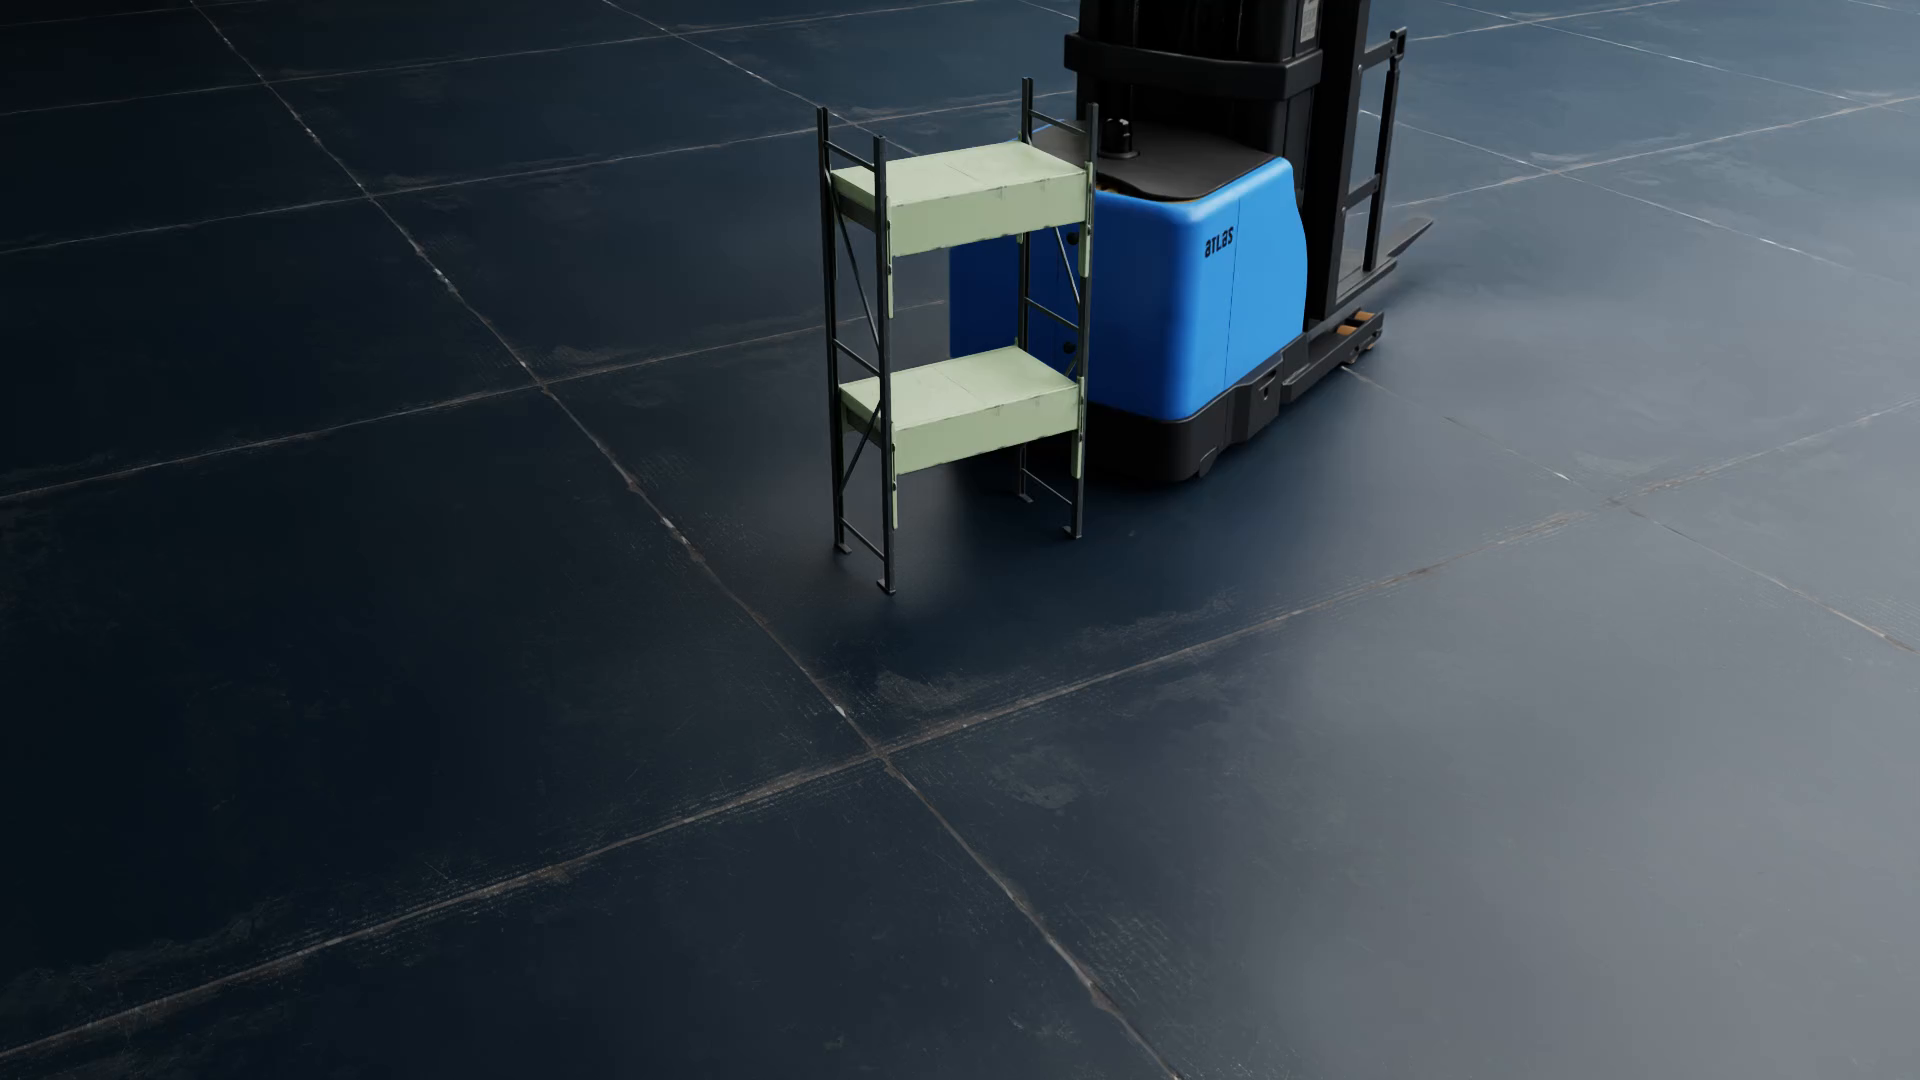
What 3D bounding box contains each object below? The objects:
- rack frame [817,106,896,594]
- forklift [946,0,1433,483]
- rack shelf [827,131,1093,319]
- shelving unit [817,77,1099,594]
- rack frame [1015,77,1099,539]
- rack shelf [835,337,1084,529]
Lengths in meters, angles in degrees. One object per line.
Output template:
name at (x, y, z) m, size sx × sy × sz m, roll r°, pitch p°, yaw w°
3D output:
rack frame at (-0.321, -0.565, 5.222) m, size 0.023 × 1.500 × 0.400 m, roll -16°, pitch 33°, yaw -26°
forklift at (1.190, -2.152, 6.616) m, size 1.130 × 2.935 × 3.031 m, roll 18°, pitch 34°, yaw 30°
rack shelf at (-0.006, -0.997, 5.196) m, size 0.720 × 0.370 × 0.431 m, roll -16°, pitch 33°, yaw -26°
shelving unit at (-0.006, -0.655, 5.385) m, size 0.755 × 1.500 × 0.431 m, roll -16°, pitch 33°, yaw -26°
rack frame at (0.310, -0.745, 5.547) m, size 0.023 × 1.500 × 0.400 m, roll -16°, pitch 33°, yaw -26°
rack shelf at (-0.006, -0.370, 5.542) m, size 0.720 × 0.370 × 0.431 m, roll -16°, pitch 33°, yaw -26°
